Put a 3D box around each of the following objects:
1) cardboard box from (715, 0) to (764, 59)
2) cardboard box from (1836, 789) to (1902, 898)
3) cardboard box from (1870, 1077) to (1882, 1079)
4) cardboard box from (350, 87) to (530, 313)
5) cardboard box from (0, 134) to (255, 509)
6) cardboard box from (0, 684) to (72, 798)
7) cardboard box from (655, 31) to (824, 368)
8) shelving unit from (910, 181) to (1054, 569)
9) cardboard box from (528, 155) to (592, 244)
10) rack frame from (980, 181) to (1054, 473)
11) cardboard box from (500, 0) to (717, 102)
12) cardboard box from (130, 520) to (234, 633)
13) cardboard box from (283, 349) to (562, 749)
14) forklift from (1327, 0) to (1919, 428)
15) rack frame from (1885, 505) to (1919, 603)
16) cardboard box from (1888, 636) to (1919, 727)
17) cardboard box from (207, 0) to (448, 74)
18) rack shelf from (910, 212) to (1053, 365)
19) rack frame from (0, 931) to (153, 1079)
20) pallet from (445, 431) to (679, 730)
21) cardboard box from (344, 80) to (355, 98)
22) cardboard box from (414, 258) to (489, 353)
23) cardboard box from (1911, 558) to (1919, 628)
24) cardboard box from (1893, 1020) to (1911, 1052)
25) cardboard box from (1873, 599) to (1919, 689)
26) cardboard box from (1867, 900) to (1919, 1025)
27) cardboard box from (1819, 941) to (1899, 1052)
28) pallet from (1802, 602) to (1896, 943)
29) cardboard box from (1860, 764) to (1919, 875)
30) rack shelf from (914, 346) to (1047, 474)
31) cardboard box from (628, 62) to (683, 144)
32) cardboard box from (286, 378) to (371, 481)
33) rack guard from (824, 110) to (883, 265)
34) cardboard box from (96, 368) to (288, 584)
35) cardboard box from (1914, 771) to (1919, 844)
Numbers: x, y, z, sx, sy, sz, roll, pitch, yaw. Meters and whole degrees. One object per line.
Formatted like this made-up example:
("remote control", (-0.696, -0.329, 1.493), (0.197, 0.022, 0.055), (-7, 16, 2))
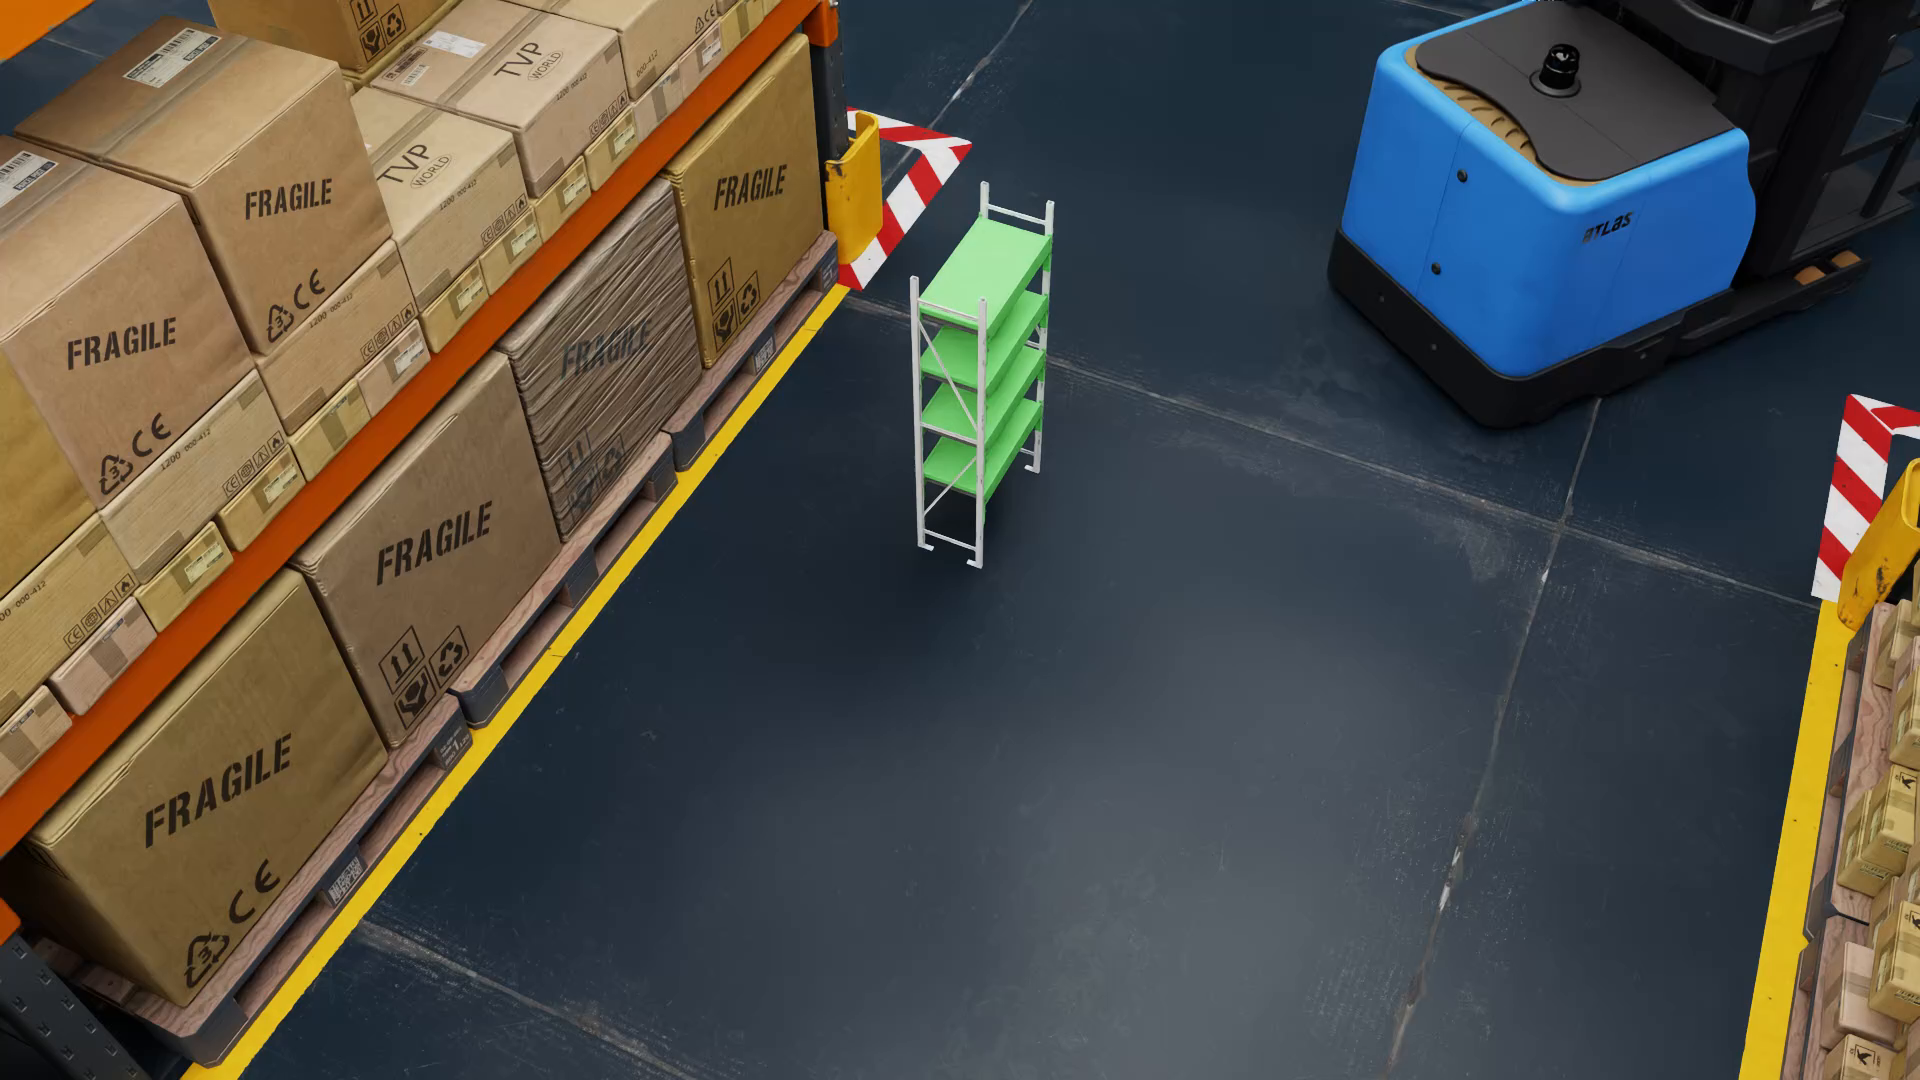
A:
("cardboard box", (-0.871, -1.741, 5.427), (0.380, 0.149, 0.250), (20, 53, 16))
("cardboard box", (2.675, 0.894, 4.616), (0.380, 0.149, 0.250), (20, 53, 17))
("cardboard box", (2.233, 1.427, 3.772), (0.380, 0.149, 0.250), (18, 52, 15))
("cardboard box", (-1.528, -0.923, 4.469), (0.500, 0.250, 0.500), (20, 52, 16))
("cardboard box", (-1.963, -0.474, 3.595), (0.500, 0.500, 0.500), (20, 52, 16))
("cardboard box", (-2.189, 0.386, 3.617), (0.380, 0.149, 0.250), (20, 52, 16))
("cardboard box", (-1.108, -1.335, 6.036), (0.875, 0.875, 0.875), (20, 52, 16))
("shelving unit", (0.071, -0.503, 5.390), (0.258, 1.200, 0.503), (20, 52, 16))
("cardboard box", (-1.307, -1.038, 4.829), (0.380, 0.149, 0.250), (20, 52, 16))
("rack frame", (0.175, -0.671, 5.533), (0.240, 1.200, 0.015), (20, 52, 16))
("cardboard box", (-1.092, -1.633, 5.073), (0.500, 0.250, 0.500), (19, 52, 15))
("cardboard box", (-1.965, 0.023, 3.926), (0.380, 0.149, 0.250), (21, 53, 17))
("cardboard box", (-1.877, -0.096, 4.981), (0.875, 0.875, 0.875), (20, 52, 16))
("forklift", (2.985, -2.185, 5.685), (3.031, 2.935, 1.130), (-23, 53, -18))
("rack frame", (3.534, -0.671, 4.352), (1.000, 3.000, 0.127), (20, 52, 16))
("cardboard box", (2.910, 0.468, 4.783), (0.380, 0.149, 0.250), (20, 52, 16))
("cardboard box", (-1.786, -1.700, 4.637), (0.500, 0.500, 0.500), (19, 52, 15))
("rack shelf", (0.071, -0.772, 5.073), (0.258, 0.148, 0.480), (20, 52, 16))
("rack frame", (-2.613, 0.401, 3.439), (0.949, 2.616, 0.053), (20, 52, 16))
("pallet", (-1.701, -0.038, 5.644), (1.003, 0.211, 1.213), (20, 52, 16))
("cardboard box", (-2.009, -1.094, 4.614), (0.500, 0.250, 0.500), (19, 52, 15))
("cardboard box", (-1.525, -0.688, 4.531), (0.380, 0.149, 0.250), (18, 52, 15))
("cardboard box", (3.003, 0.174, 4.838), (0.380, 0.149, 0.250), (18, 52, 14))
("cardboard box", (2.572, 1.220, 4.143), (0.380, 0.149, 0.250), (22, 53, 18))
("cardboard box", (3.021, 0.373, 5.059), (0.380, 0.149, 0.250), (21, 53, 17))
("cardboard box", (2.459, 1.087, 4.061), (0.380, 0.149, 0.250), (21, 53, 17))
("cardboard box", (2.467, 1.244, 4.318), (0.380, 0.149, 0.250), (17, 52, 14))
("pallet", (3.122, 0.833, 4.903), (1.003, 0.211, 1.213), (20, 52, 16))
("cardboard box", (2.678, 0.806, 4.495), (0.380, 0.149, 0.250), (21, 53, 17))
("rack shelf", (0.071, -0.461, 5.439), (0.258, 0.148, 0.480), (20, 52, 16))
("cardboard box", (-1.088, -1.396, 5.134), (0.380, 0.149, 0.250), (21, 53, 17))
("cardboard box", (-1.745, -0.335, 4.230), (0.380, 0.149, 0.250), (19, 52, 16))
("rack guard", (-0.897, -1.561, 6.750), (1.175, 0.500, 0.348), (20, 52, 16))
("cardboard box", (-1.962, -0.227, 3.877), (0.500, 0.250, 0.500), (20, 52, 16))
("cardboard box", (2.739, 0.733, 4.363), (0.380, 0.149, 0.250), (17, 52, 14))
